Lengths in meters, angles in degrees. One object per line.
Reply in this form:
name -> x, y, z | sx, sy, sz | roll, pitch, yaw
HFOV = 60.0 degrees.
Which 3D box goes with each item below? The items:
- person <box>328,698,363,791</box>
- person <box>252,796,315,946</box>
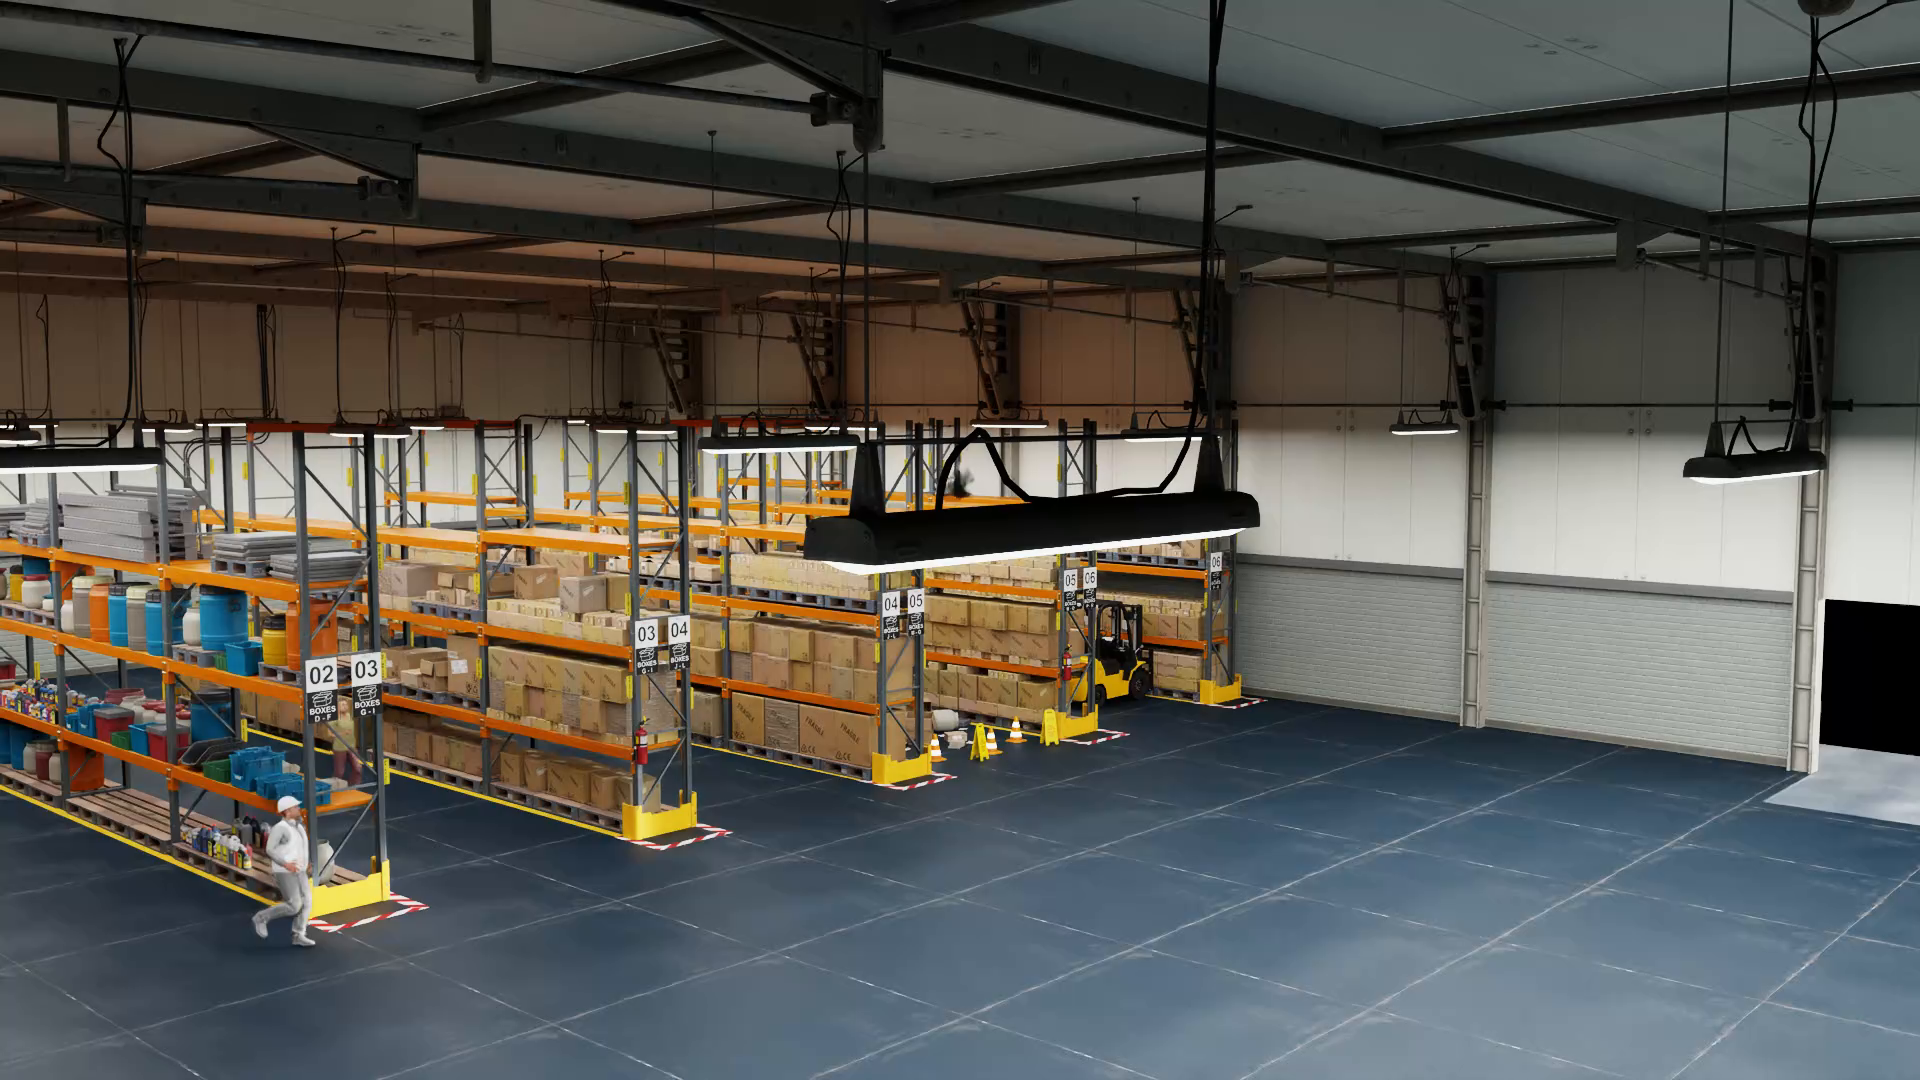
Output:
person -> -9.761, 3.344, 26.319 | 0.698, 1.717, 0.559 | 3, 6, 36
person -> -7.883, 3.878, 19.600 | 0.740, 1.706, 0.707 | 0, 5, 5
